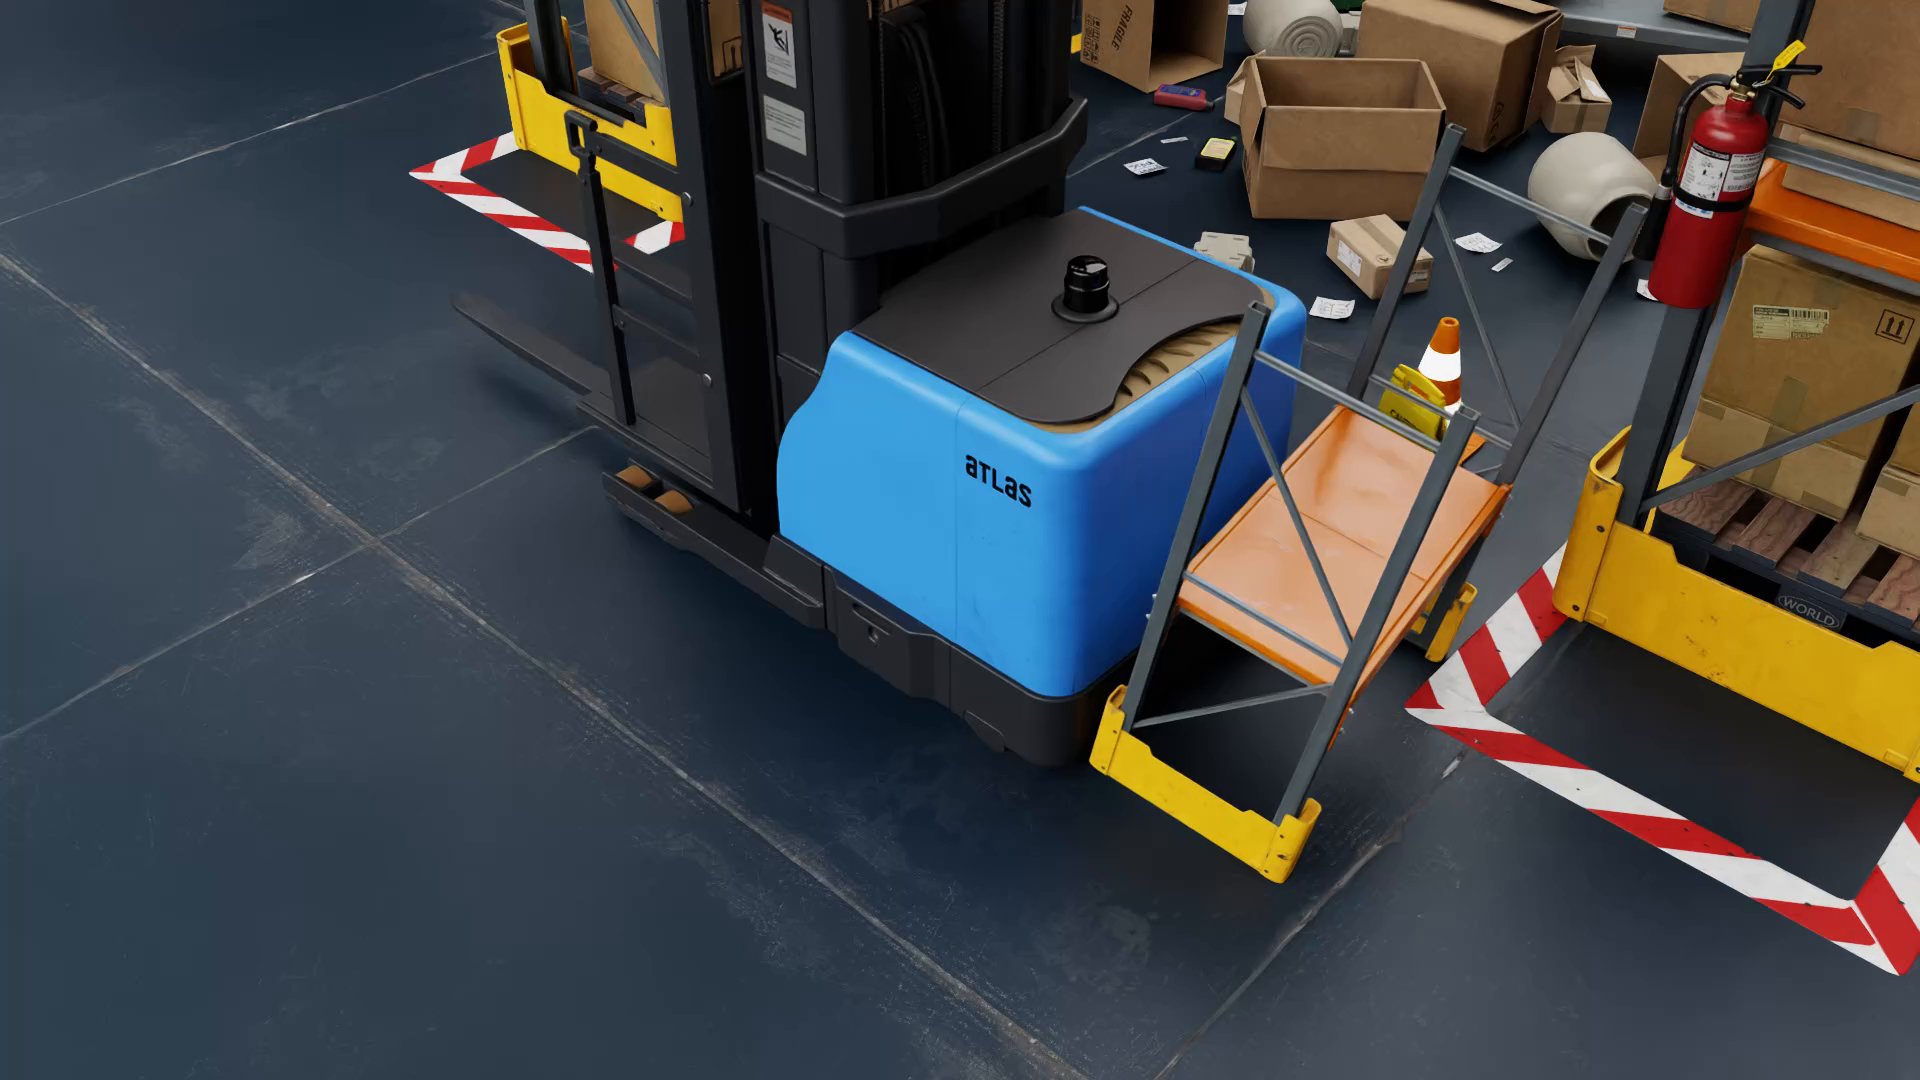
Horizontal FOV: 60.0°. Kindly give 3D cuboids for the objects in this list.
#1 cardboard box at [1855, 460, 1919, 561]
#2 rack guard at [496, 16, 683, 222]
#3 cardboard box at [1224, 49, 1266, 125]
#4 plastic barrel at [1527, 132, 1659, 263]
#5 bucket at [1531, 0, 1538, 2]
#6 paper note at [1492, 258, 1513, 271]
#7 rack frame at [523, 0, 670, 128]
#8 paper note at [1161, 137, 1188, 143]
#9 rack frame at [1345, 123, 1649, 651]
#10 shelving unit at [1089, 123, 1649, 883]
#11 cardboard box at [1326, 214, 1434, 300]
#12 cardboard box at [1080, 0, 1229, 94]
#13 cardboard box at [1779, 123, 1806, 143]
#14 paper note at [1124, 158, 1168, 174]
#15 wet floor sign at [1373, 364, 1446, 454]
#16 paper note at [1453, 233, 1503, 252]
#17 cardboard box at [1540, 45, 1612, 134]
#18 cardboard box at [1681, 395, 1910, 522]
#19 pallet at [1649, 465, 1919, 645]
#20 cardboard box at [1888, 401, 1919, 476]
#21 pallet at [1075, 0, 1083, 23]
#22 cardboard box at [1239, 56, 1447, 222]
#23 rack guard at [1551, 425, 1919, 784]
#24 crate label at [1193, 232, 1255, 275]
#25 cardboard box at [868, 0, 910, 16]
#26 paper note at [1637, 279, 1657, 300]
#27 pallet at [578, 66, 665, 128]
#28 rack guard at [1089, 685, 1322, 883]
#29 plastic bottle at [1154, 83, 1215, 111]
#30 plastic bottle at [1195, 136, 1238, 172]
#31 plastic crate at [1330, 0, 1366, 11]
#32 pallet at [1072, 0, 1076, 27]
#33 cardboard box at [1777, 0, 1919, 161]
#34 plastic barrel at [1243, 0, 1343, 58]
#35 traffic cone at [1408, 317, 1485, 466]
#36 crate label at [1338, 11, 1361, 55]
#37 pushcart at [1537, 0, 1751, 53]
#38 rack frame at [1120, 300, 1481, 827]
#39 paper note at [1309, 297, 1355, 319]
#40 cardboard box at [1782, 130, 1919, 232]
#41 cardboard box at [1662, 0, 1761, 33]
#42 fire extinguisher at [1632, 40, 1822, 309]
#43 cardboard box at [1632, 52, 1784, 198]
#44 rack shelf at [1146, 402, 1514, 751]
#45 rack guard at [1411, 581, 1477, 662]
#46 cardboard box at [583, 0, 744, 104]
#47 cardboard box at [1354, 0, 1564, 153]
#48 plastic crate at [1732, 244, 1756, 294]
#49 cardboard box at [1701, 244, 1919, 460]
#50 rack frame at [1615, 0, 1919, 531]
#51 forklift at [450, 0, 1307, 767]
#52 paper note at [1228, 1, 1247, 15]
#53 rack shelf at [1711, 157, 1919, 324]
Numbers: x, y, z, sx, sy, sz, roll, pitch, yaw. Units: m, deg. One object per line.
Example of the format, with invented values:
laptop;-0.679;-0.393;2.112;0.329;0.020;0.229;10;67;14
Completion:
cardboard box;3.001;-0.123;4.867;0.500;0.250;0.500;29;47;32
rack guard;-1.485;-1.823;7.141;1.175;0.500;0.348;30;47;32
cardboard box;1.429;-2.017;7.573;0.258;0.266;0.396;-26;45;-29
plastic barrel;2.529;-1.357;6.616;0.421;0.421;0.512;-5;39;-6
bucket;2.839;-2.933;7.938;0.620;0.611;0.726;-10;38;-28
paper note;2.160;-1.097;6.621;0.032;0.001;0.123;30;47;32
rack frame;-1.469;-2.813;6.377;1.000;3.000;0.127;30;47;32
paper note;0.969;-1.808;7.516;0.123;0.001;0.032;-11;40;-14
rack frame;1.269;-0.338;4.406;0.500;1.500;0.032;31;47;20
shelving unit;0.980;-0.084;4.087;0.587;1.500;1.083;31;47;20
cardboard box;1.646;-1.115;6.532;0.250;0.149;0.380;-11;40;-14
cardboard box;0.940;-2.529;8.027;0.500;0.500;0.500;-26;45;-29
cardboard box;2.436;-1.107;4.434;0.380;0.149;0.250;29;47;31
paper note;0.814;-1.638;7.287;0.142;0.017;0.144;-18;42;-21
wet floor sign;1.335;-0.221;5.010;0.232;0.644;0.267;-18;42;-21
paper note;2.105;-1.211;6.758;0.142;0.019;0.148;-18;42;-21
cardboard box;2.818;-2.075;7.646;0.258;0.266;0.396;2;39;2
cardboard box;2.616;-0.364;5.170;0.500;0.250;0.500;29;47;32
pallet;2.878;-0.082;5.184;1.003;0.211;1.213;30;47;32
cardboard box;3.017;-0.428;4.647;0.500;0.500;0.500;28;46;31
pallet;0.659;-3.242;9.158;1.003;0.211;1.213;30;47;32
cardboard box;1.569;-1.673;6.950;0.797;0.503;0.637;2;39;2
rack guard;2.304;0.163;4.643;1.175;0.500;0.348;30;47;32
crate label;1.027;-1.096;6.519;0.250;0.136;0.298;8;39;10
cardboard box;-0.468;-2.890;7.844;0.875;0.875;0.875;29;47;31
paper note;2.704;-0.973;6.449;0.142;0.019;0.148;14;41;17
pallet;-0.987;-2.121;7.748;1.003;0.211;1.213;30;47;32
rack guard;0.608;0.614;4.201;0.587;0.250;0.087;31;47;20
plastic bottle;1.065;-2.075;7.811;0.283;0.061;0.133;14;41;17
plastic bottle;1.142;-1.723;7.368;0.133;0.061;0.283;14;41;17
plastic crate;2.079;-2.942;8.753;0.662;0.188;0.450;-11;30;-14
pallet;-0.164;-2.679;8.450;1.003;0.211;1.213;30;47;32
cardboard box;2.416;-1.301;4.157;0.500;0.500;0.500;29;47;31
plastic barrel;1.596;-2.477;8.024;0.421;0.421;0.512;-5;39;-6
traffic cone;1.591;-0.527;5.541;0.336;0.463;0.334;30;47;32
crate label;1.961;-2.550;8.347;0.298;0.136;0.250;2;39;2
pushcart;3.235;-2.526;8.124;1.648;0.377;0.936;14;41;17
rack frame;0.681;0.180;3.757;0.500;1.500;0.032;31;47;20
paper note;1.421;-0.889;6.343;0.148;0.019;0.142;14;41;17
cardboard box;2.347;-0.944;4.229;0.380;0.149;0.250;31;48;33
cardboard box;3.617;-2.670;7.598;0.500;0.500;0.500;30;47;32
fire extinguisher;1.835;-0.891;4.023;0.296;0.674;0.183;30;47;32
cardboard box;3.224;-1.720;7.009;0.500;0.500;0.500;-5;39;-6
rack shelf;0.951;0.049;4.206;0.538;0.185;1.000;31;47;20
rack guard;1.184;0.107;4.836;0.587;0.250;0.087;31;47;20
cardboard box;-1.060;-2.485;7.334;0.875;0.875;0.875;30;47;32
cardboard box;2.194;-2.160;7.453;0.797;0.637;0.503;30;47;32
plastic crate;3.287;-1.099;6.567;0.402;0.080;0.583;14;41;17
cardboard box;2.601;-0.640;4.914;0.500;0.500;0.500;30;47;32
rack frame;2.253;-0.781;3.822;1.000;3.000;0.127;30;47;32
forklift;-0.499;-1.346;4.588;3.031;2.935;1.130;30;47;32
paper note;1.444;-2.799;8.745;0.147;0.020;0.142;2;39;2
rack shelf;3.602;-1.418;5.201;1.077;0.370;4.000;30;47;32
